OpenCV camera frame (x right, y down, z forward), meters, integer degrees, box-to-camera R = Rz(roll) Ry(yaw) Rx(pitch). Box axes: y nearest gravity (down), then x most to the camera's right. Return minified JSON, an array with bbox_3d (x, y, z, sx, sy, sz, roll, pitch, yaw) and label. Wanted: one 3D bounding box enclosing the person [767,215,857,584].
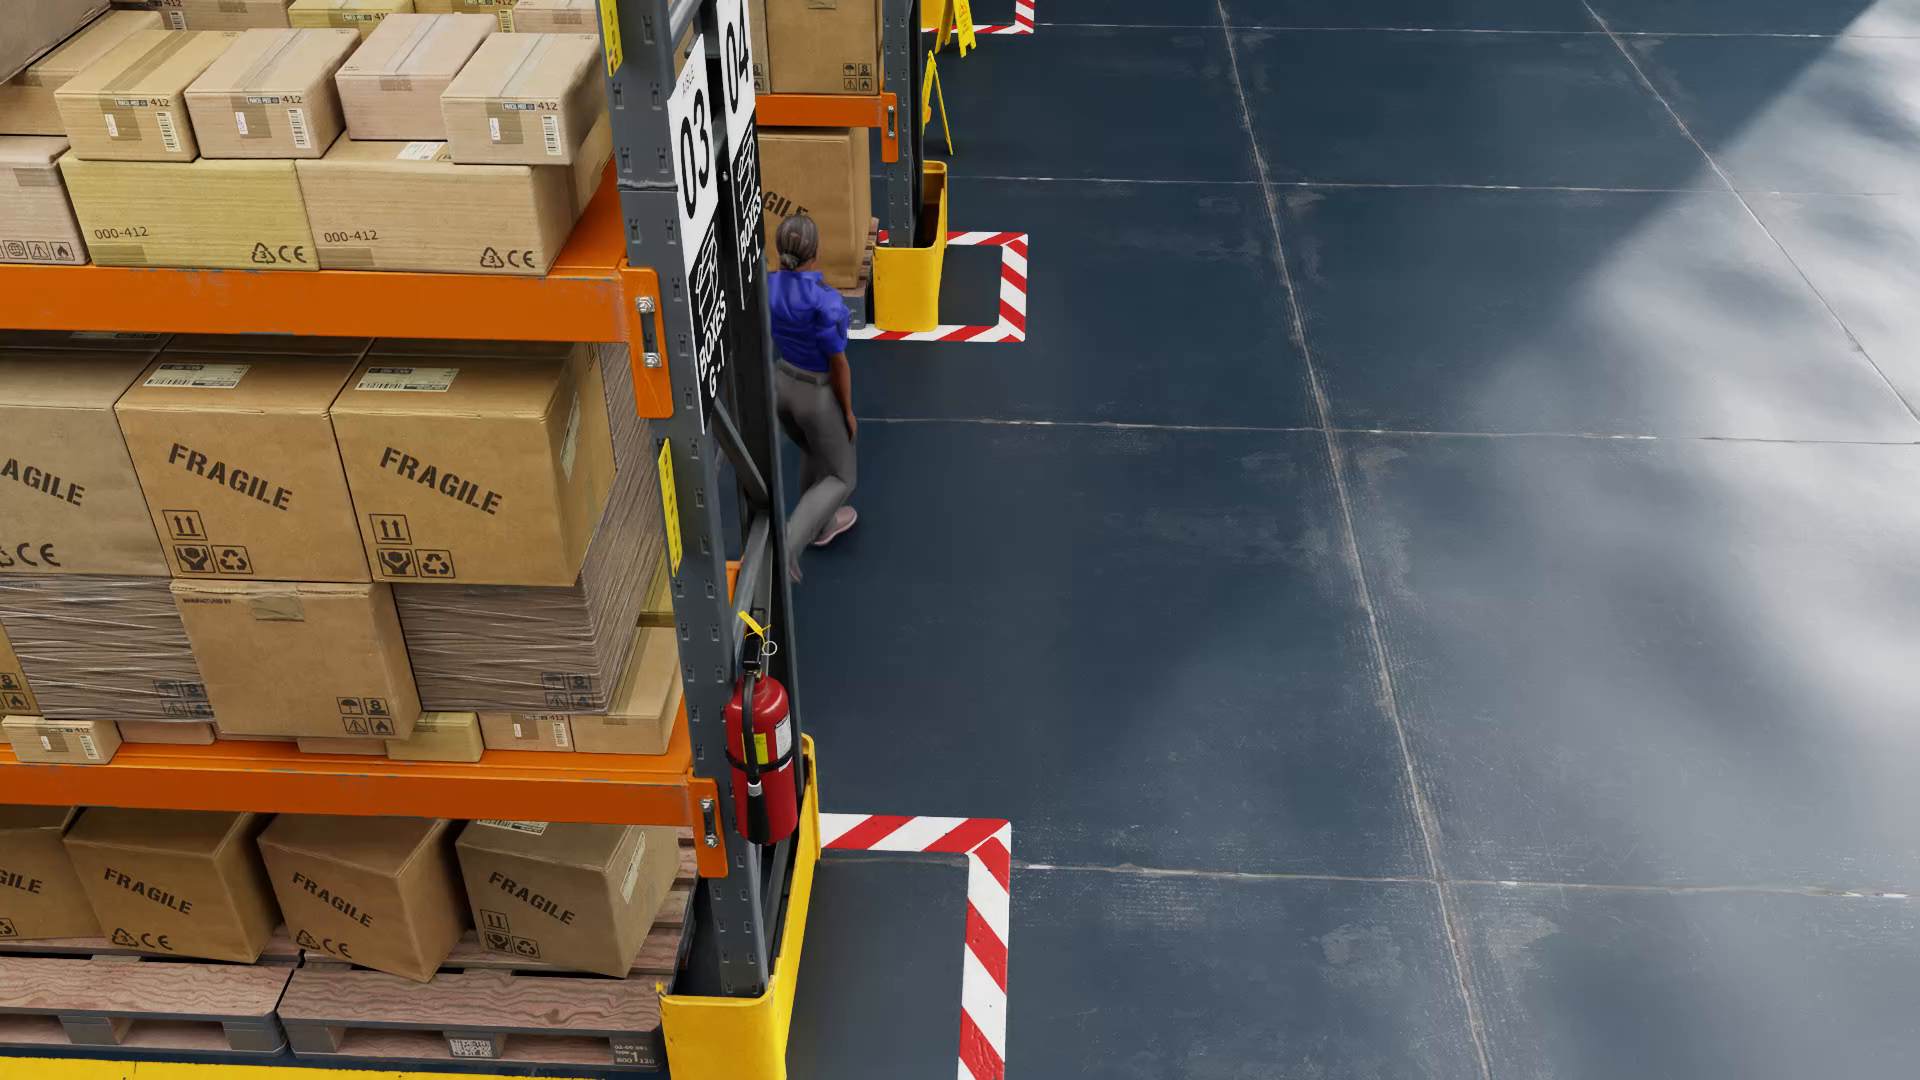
[{"bbox_3d":[-0.663,-0.574,6.919,0.448,1.626,0.753,22,41,27],"label":"person"}]
